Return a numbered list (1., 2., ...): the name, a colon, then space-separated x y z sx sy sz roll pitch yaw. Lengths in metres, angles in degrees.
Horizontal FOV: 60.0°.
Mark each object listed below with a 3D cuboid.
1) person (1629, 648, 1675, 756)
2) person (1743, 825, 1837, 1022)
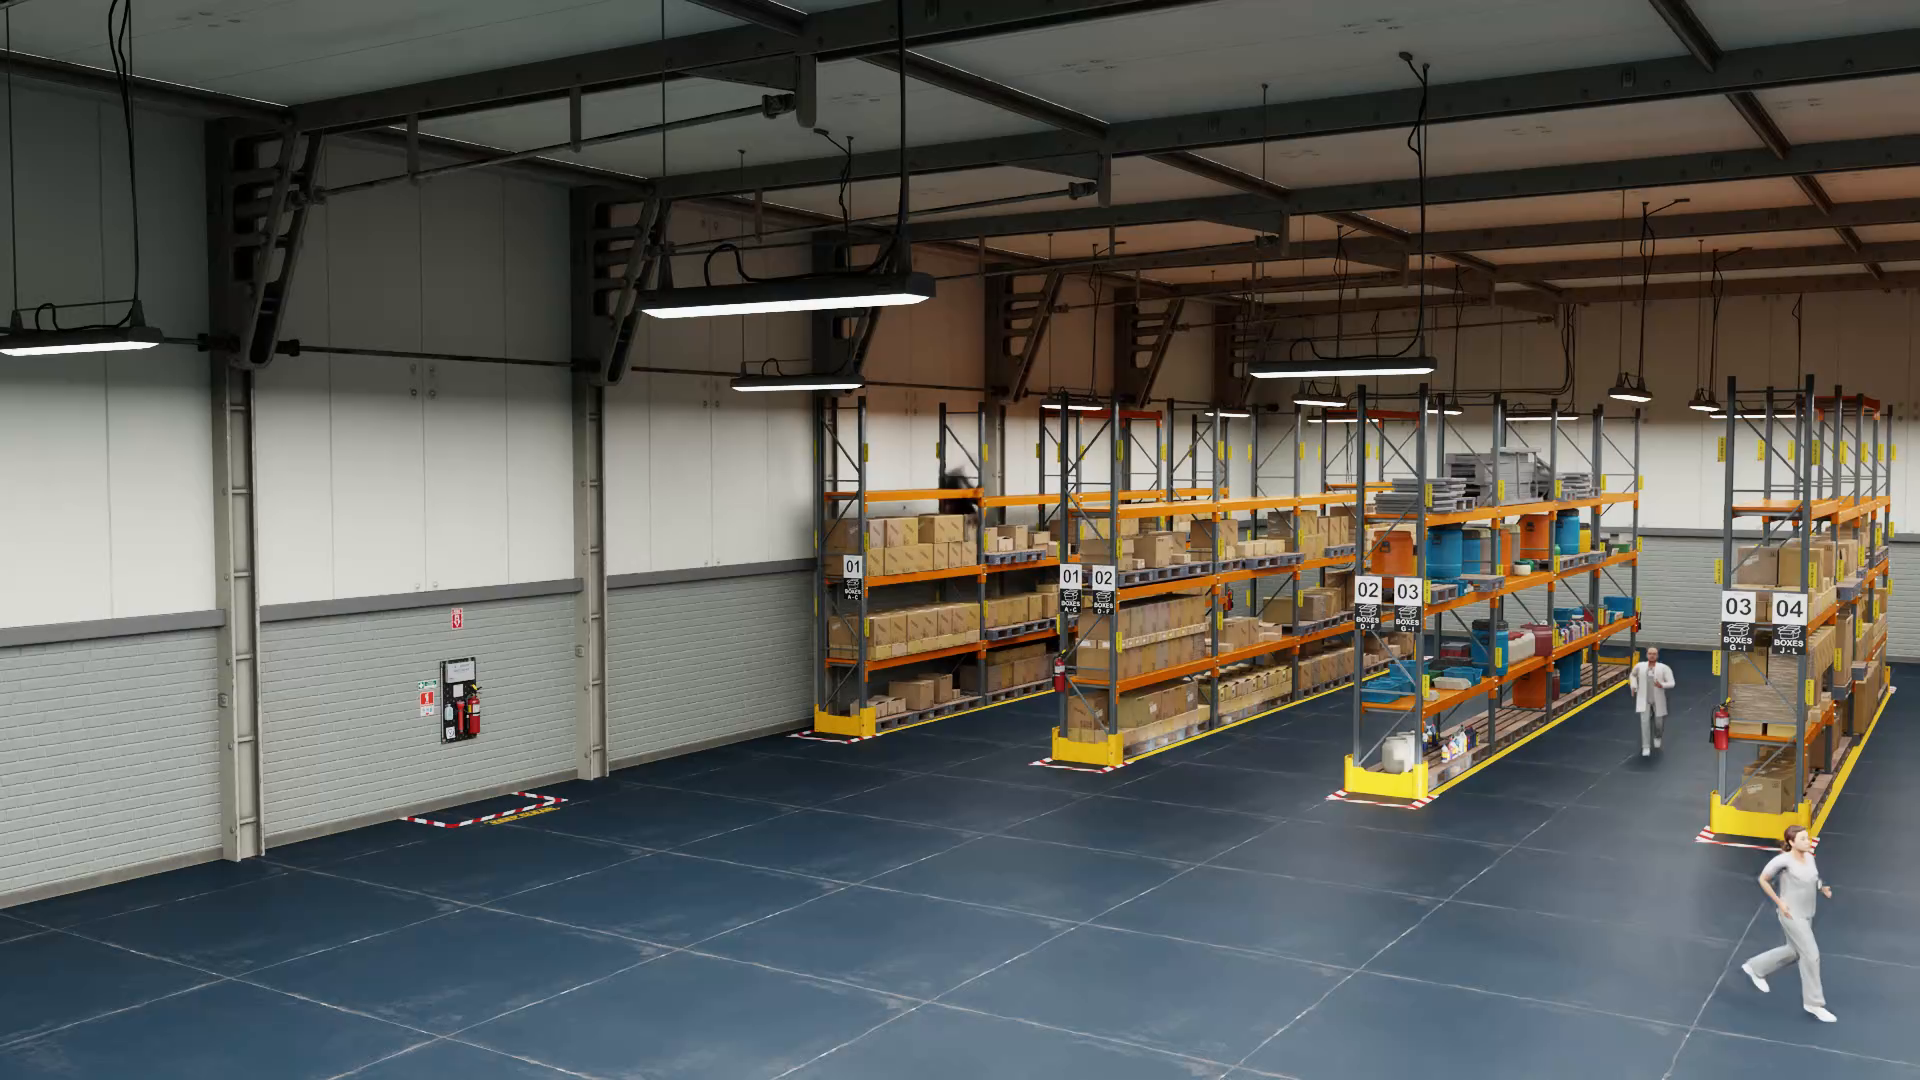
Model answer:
1. person: 11.457 2.661 27.568 0.715 1.754 1.020 1 3 25
2. person: 7.489 3.382 14.950 0.558 1.680 0.891 -2 3 -31
